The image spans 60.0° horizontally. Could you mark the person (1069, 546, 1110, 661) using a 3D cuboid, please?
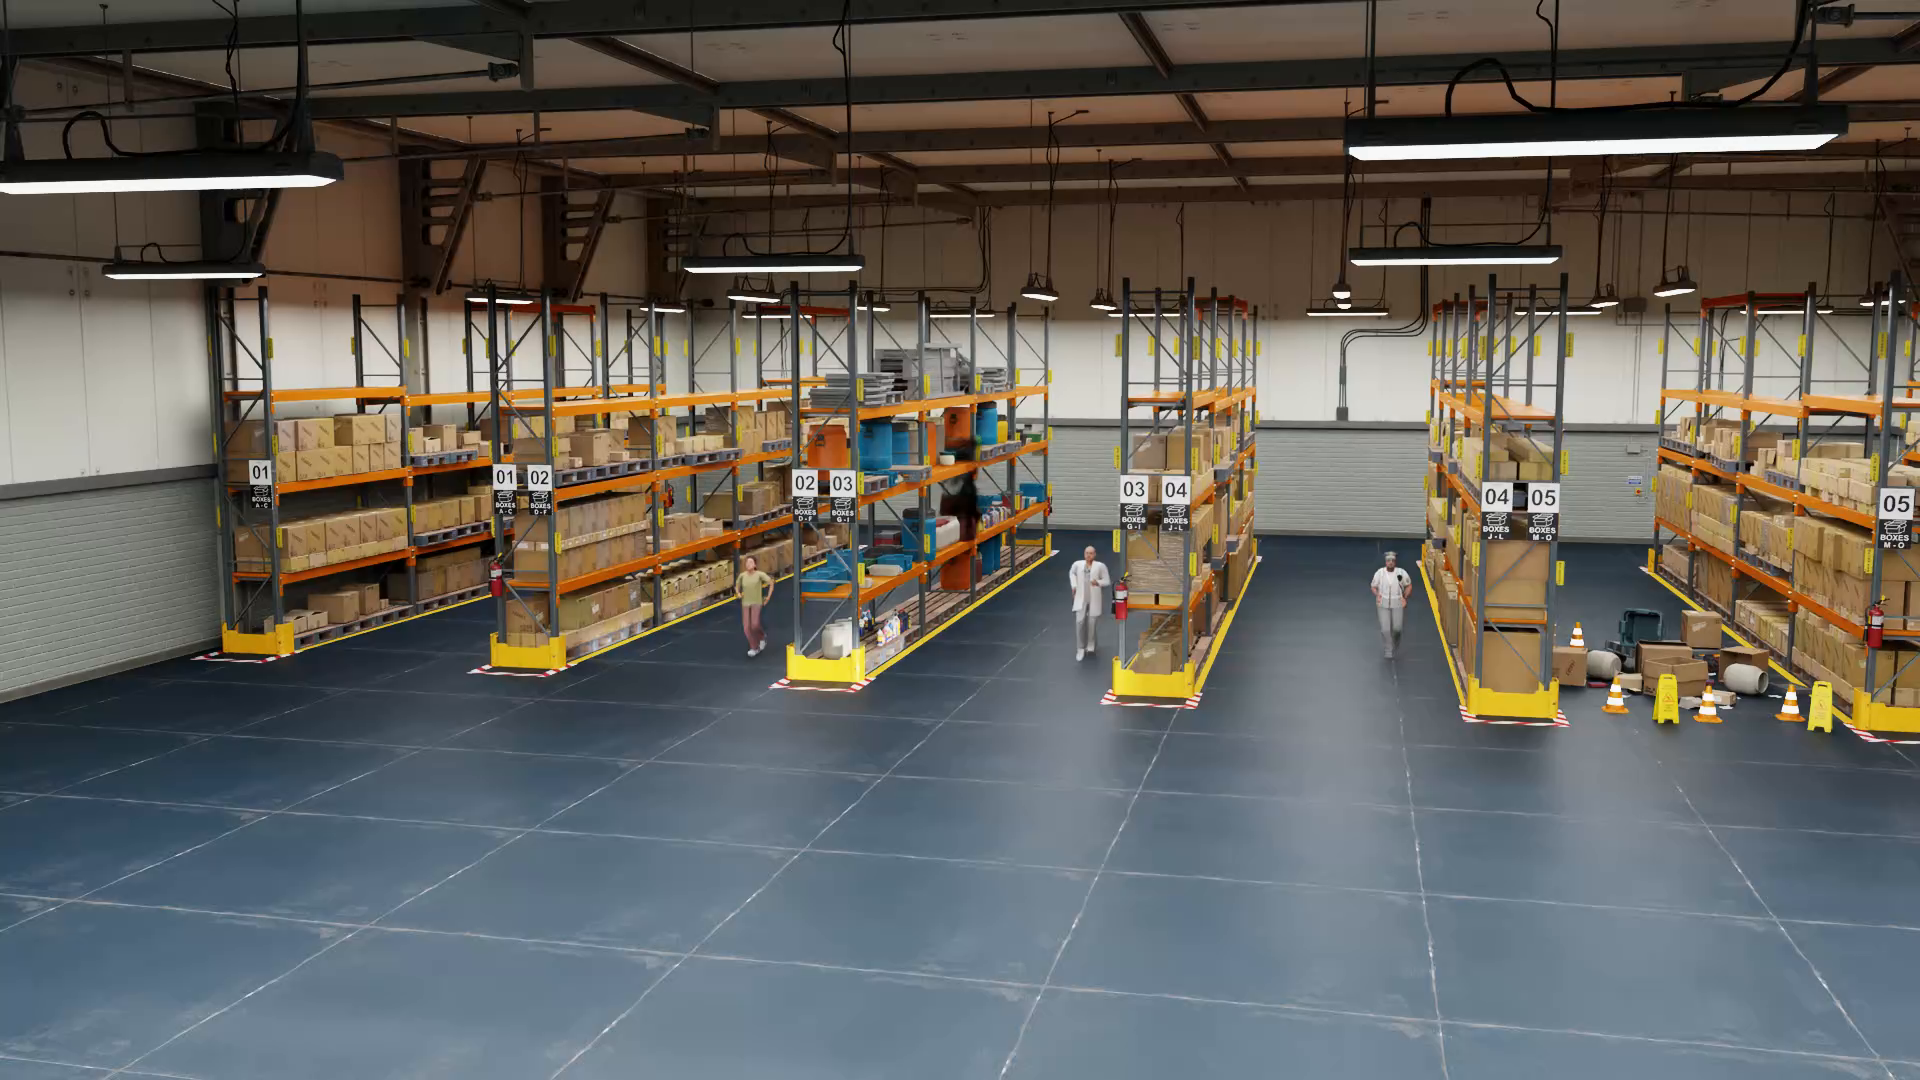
[{"bbox_3d":[2.101,1.061,27.097,0.688,1.759,0.882,1,7,9],"label":"person"}]

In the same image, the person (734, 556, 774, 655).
[{"bbox_3d":[-3.399,1.074,27.138,0.626,1.639,0.525,1,7,13],"label":"person"}]

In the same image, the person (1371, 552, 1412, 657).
[{"bbox_3d":[6.958,1.051,26.863,0.638,1.737,0.564,2,7,16],"label":"person"}]
